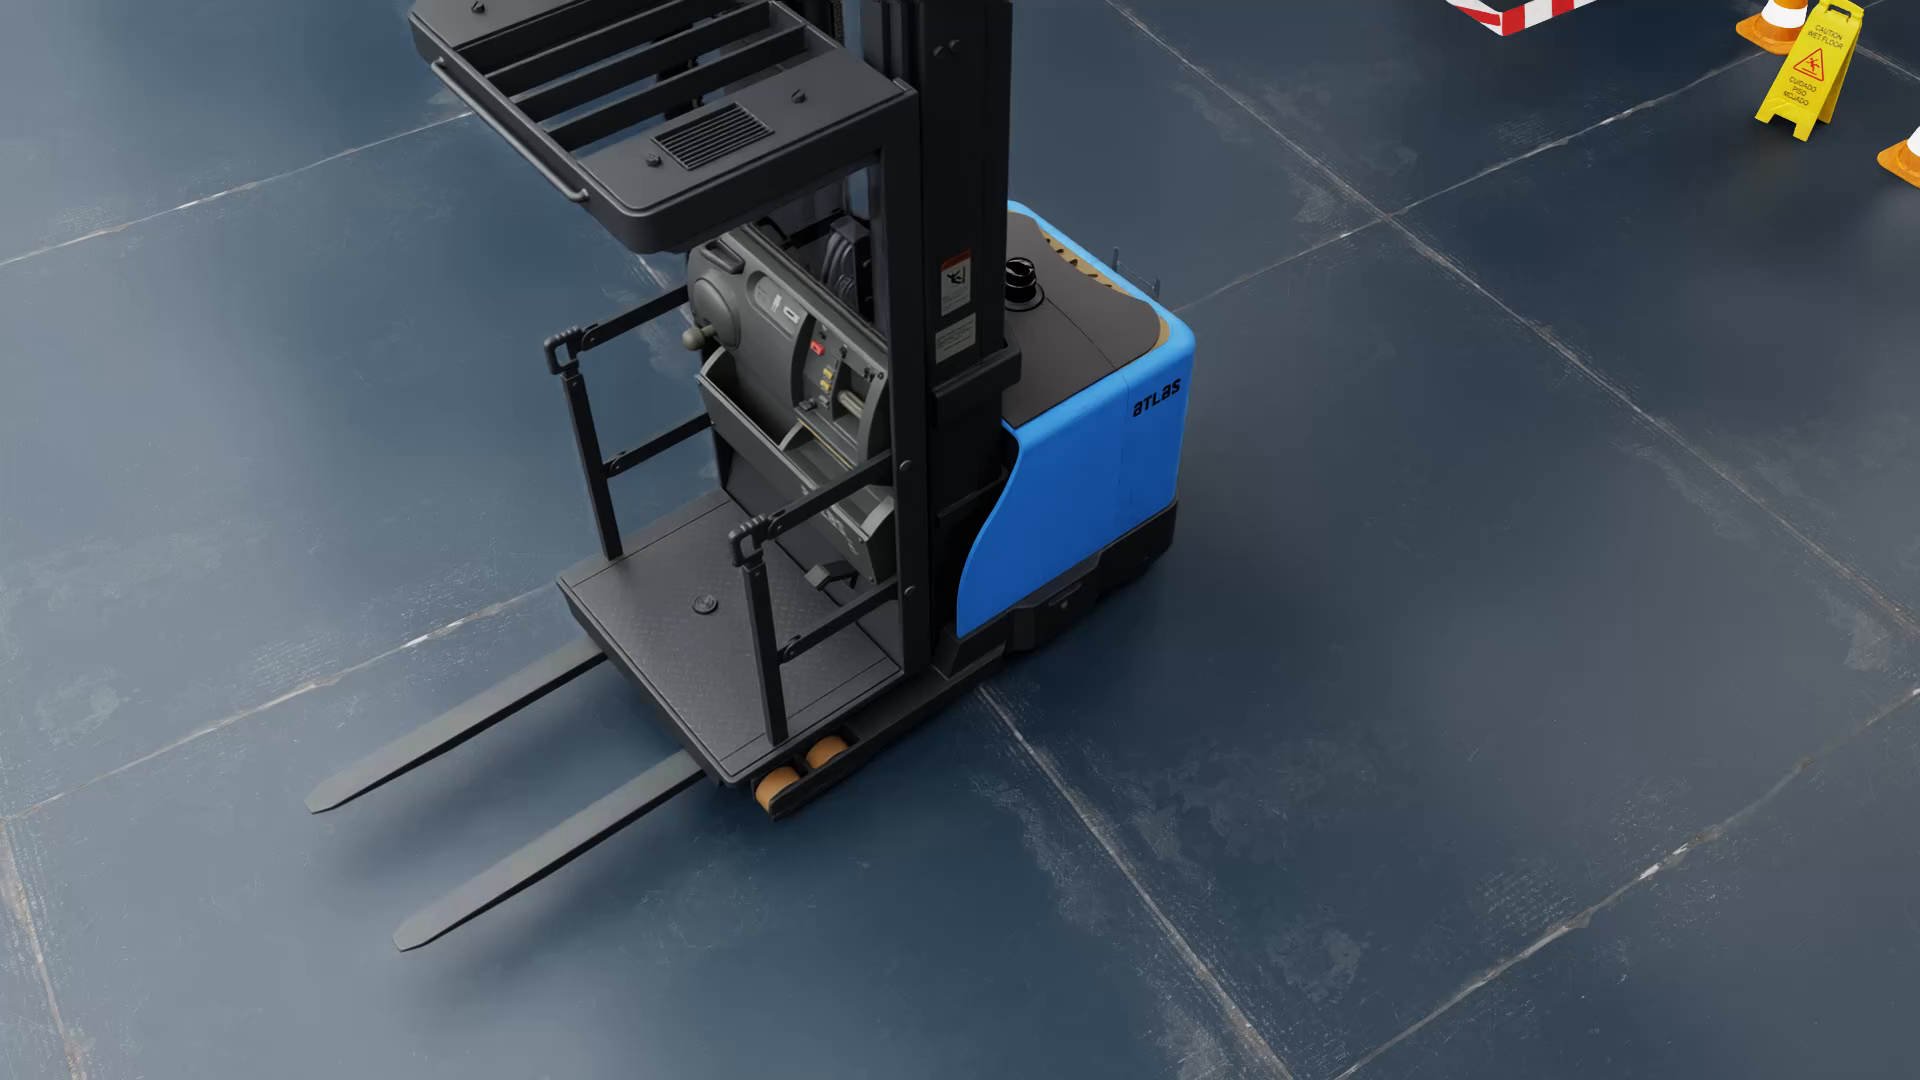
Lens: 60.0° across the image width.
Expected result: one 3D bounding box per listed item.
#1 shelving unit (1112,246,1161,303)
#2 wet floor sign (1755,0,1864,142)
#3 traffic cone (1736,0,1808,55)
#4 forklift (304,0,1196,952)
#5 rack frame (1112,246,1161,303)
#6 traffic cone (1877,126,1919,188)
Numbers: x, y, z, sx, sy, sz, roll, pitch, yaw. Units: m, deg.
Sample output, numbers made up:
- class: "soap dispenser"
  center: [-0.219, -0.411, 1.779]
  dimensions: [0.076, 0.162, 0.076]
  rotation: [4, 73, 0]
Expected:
- class: "shelving unit"
  center: [0.552, -0.642, 6.219]
  dimensions: [0.210, 0.900, 0.258]
  rotation: [-31, 55, -25]
- class: "wet floor sign"
  center: [4.034, -2.247, 7.819]
  dimensions: [0.232, 0.644, 0.267]
  rotation: [-34, 57, -27]
- class: "traffic cone"
  center: [4.209, -2.763, 8.400]
  dimensions: [0.334, 0.463, 0.336]
  rotation: [-25, 53, -21]
- class: "forklift"
  center: [-0.675, -0.523, 4.753]
  dimensions: [3.031, 2.935, 1.130]
  rotation: [-31, 55, -25]
- class: "rack frame"
  center: [0.631, -0.690, 6.262]
  dimensions: [0.006, 0.900, 0.240]
  rotation: [-31, 55, -25]
- class: "traffic cone"
  center: [4.524, -1.914, 7.644]
  dimensions: [0.334, 0.463, 0.336]
  rotation: [-25, 53, -21]
